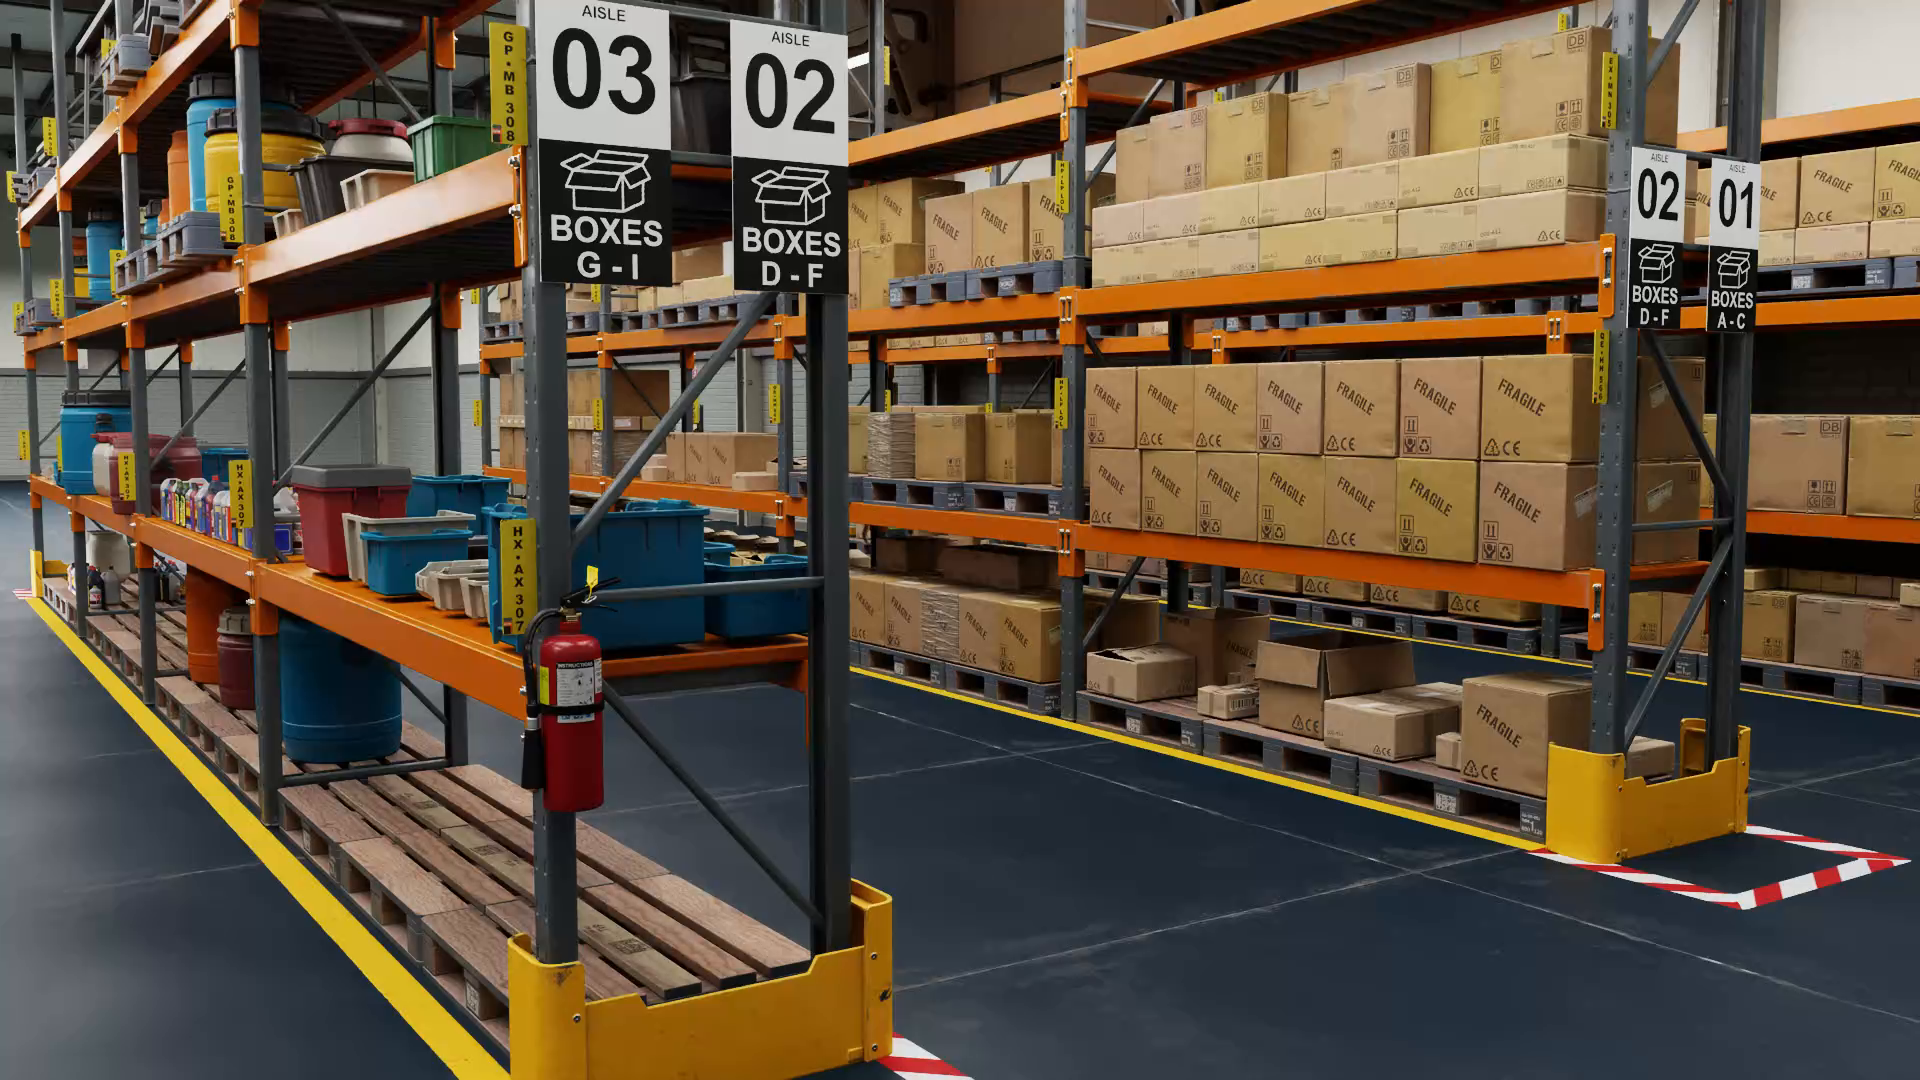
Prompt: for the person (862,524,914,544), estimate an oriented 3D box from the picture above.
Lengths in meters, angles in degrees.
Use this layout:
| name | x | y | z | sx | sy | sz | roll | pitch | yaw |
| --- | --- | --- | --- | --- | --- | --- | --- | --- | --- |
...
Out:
| name | x | y | z | sx | sy | sz | roll | pitch | yaw |
| --- | --- | --- | --- | --- | --- | --- | --- | --- | --- |
| person | -0.710 | -0.153 | 16.615 | 0.631 | 1.759 | 0.461 | -4 | 6 | -37 |
